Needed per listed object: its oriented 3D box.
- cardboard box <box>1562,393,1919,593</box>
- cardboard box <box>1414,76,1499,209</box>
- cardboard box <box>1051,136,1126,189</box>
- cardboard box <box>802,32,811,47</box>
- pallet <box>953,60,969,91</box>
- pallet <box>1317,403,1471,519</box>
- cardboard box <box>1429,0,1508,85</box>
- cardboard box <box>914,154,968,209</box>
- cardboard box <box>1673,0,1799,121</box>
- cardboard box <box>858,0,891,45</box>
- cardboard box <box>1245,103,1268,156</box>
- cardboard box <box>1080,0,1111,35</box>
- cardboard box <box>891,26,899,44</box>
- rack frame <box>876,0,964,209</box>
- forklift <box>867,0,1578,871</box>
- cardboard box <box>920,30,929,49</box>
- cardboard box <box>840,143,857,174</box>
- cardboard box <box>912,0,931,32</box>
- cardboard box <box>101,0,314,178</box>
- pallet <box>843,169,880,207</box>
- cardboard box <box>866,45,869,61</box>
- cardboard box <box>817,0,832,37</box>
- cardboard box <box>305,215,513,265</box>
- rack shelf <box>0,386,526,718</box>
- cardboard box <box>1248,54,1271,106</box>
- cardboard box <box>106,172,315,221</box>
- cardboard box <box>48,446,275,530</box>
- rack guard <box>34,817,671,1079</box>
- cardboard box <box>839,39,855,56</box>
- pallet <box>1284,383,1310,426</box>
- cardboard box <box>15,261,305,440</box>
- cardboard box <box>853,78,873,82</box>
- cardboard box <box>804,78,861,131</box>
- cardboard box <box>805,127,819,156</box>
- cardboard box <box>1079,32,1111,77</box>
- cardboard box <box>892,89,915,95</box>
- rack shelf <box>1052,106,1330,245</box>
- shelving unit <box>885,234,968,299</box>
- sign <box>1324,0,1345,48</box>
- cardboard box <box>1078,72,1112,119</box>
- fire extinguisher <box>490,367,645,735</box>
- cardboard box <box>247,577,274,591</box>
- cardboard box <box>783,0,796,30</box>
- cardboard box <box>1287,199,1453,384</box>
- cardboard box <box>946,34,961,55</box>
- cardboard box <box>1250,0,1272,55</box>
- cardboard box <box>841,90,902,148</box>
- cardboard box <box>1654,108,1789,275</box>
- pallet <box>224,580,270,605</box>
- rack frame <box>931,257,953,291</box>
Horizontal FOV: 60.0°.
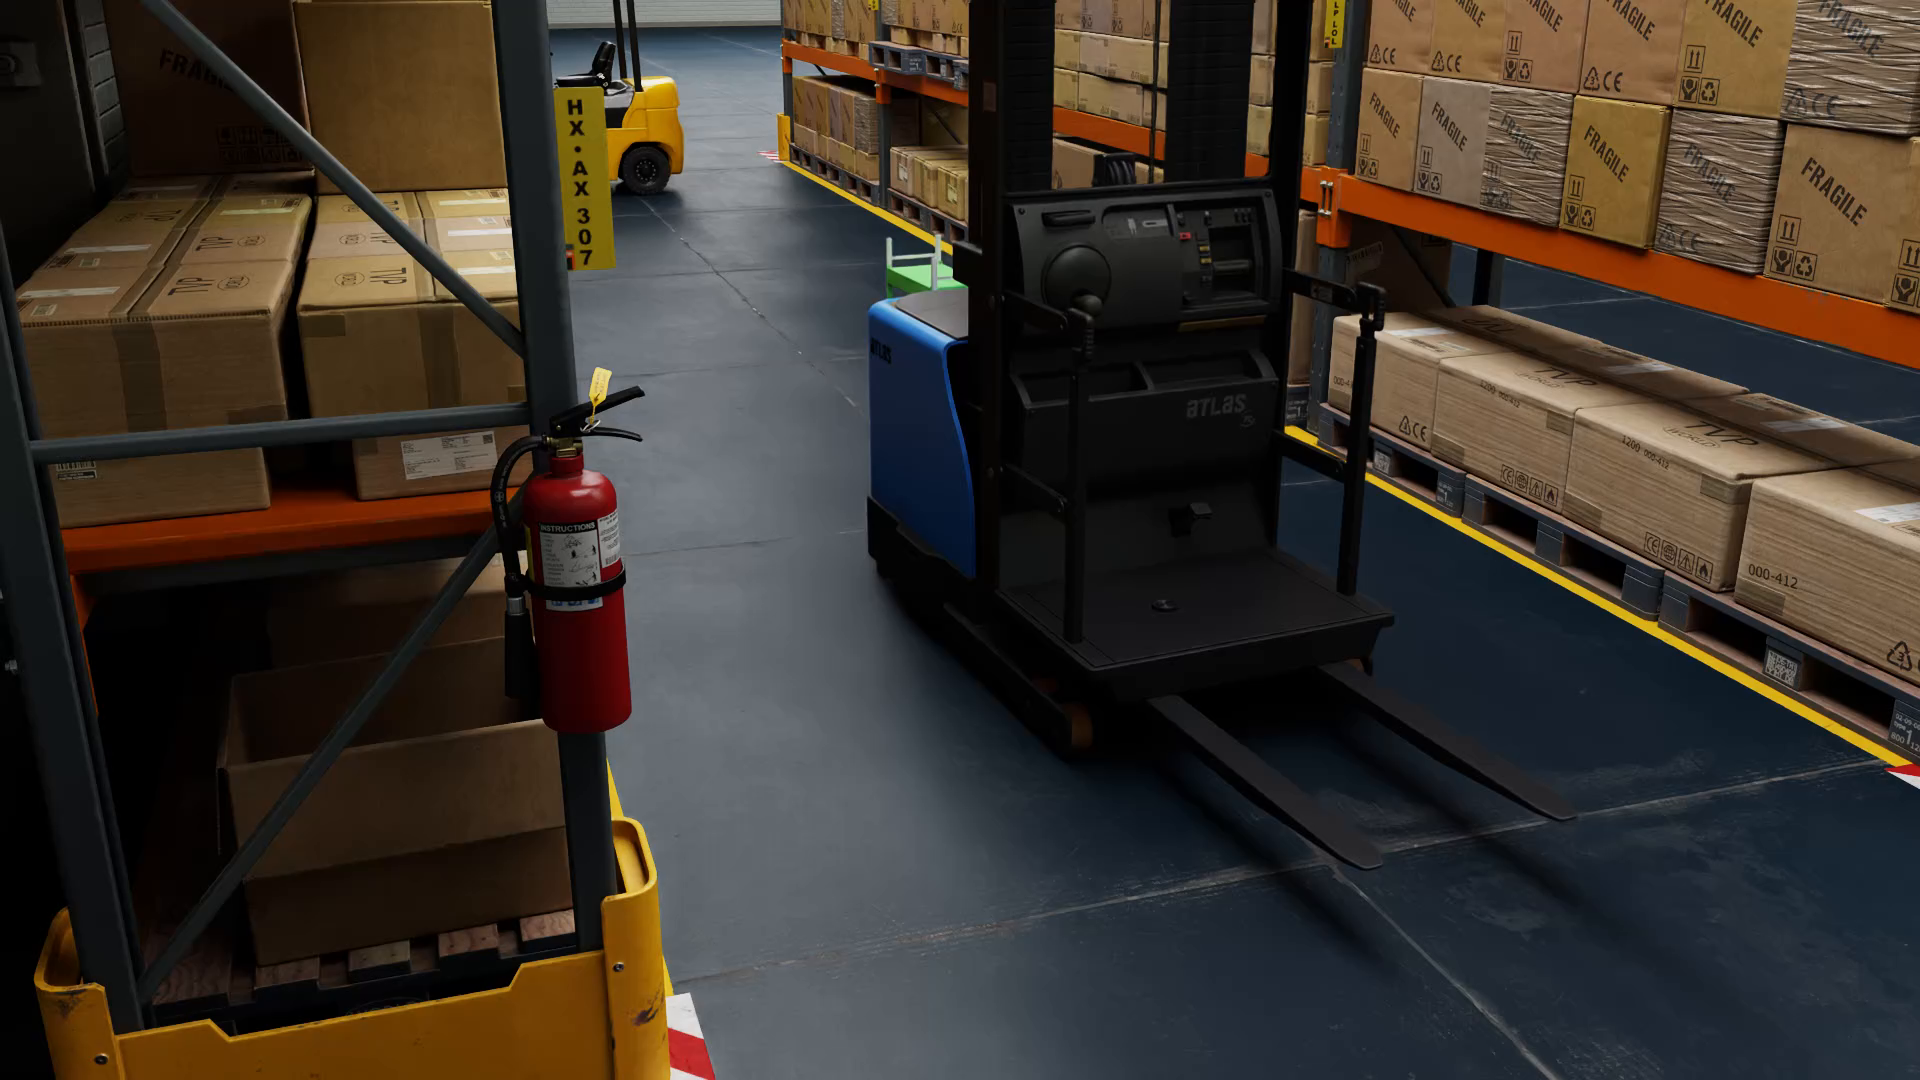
[{"bbox_3d":[2.912,-0.202,6.209,0.875,0.438,0.875,-6,21,-16],"label":"cardboard box"},{"bbox_3d":[2.306,-1.706,7.081,0.500,0.500,0.500,-6,21,-17],"label":"cardboard box"},{"bbox_3d":[1.134,-2.250,11.266,0.875,0.875,0.875,-7,21,-18],"label":"cardboard box"},{"bbox_3d":[-1.473,-5.341,17.722,0.380,0.149,0.250,-6,21,-16],"label":"cardboard box"},{"bbox_3d":[0.670,-3.410,12.257,1.213,0.211,1.003,-6,21,-17],"label":"pallet"},{"bbox_3d":[2.417,-0.435,7.815,1.003,0.211,1.213,-6,21,-17],"label":"pallet"},{"bbox_3d":[2.325,-2.176,6.910,0.500,0.500,0.500,-7,21,-18],"label":"cardboard box"},{"bbox_3d":[0.135,-3.129,14.457,0.950,0.372,0.625,-5,20,-14],"label":"cardboard box"},{"bbox_3d":[2.788,-1.686,5.547,0.500,0.500,0.500,-6,21,-17],"label":"cardboard box"},{"bbox_3d":[-0.638,-4.870,15.450,0.500,0.500,0.500,-7,21,-19],"label":"cardboard box"},{"bbox_3d":[1.713,-2.210,8.853,0.500,0.250,0.500,-7,21,-18],"label":"cardboard box"},{"bbox_3d":[1.083,-3.458,10.480,0.500,0.500,0.500,-6,21,-17],"label":"cardboard box"},{"bbox_3d":[-0.388,-4.435,14.577,0.380,0.149,0.250,-6,21,-16],"label":"cardboard box"},{"bbox_3d":[-0.262,-4.567,15.193,1.000,3.000,0.127,-6,21,-17],"label":"rack frame"},{"bbox_3d":[0.686,-0.885,5.044,1.130,2.935,3.031,-8,21,-22],"label":"forklift"},{"bbox_3d":[-0.115,-4.184,13.879,0.380,0.149,0.250,-6,21,-16],"label":"cardboard box"},{"bbox_3d":[-0.880,-3.801,16.509,0.500,0.250,0.500,-7,21,-19],"label":"cardboard box"},{"bbox_3d":[-0.086,-4.450,13.658,0.500,0.500,0.500,-7,21,-18],"label":"cardboard box"},{"bbox_3d":[-2.243,-1.387,5.013,0.500,0.500,0.500,-7,21,-19],"label":"cardboard box"},{"bbox_3d":[-0.506,-3.466,16.254,1.003,0.211,1.213,-6,21,-17],"label":"pallet"},{"bbox_3d":[-0.652,-4.519,15.433,0.380,0.149,0.250,-7,21,-18],"label":"cardboard box"},{"bbox_3d":[-1.139,-5.364,16.826,0.500,0.500,0.500,-7,21,-18],"label":"cardboard box"},{"bbox_3d":[-1.246,-0.593,3.911,0.500,0.250,0.500,-6,21,-17],"label":"cardboard box"},{"bbox_3d":[-1.830,-0.490,4.909,1.077,0.370,4.000,-6,21,-17],"label":"rack shelf"},{"bbox_3d":[1.719,-2.439,8.753,0.500,0.250,0.500,-6,21,-16],"label":"cardboard box"},{"bbox_3d":[-2.074,-0.869,4.680,0.500,0.250,0.500,-6,21,-17],"label":"cardboard box"},{"bbox_3d":[-1.560,-0.147,3.260,0.380,0.149,0.250,-7,21,-18],"label":"cardboard box"},{"bbox_3d":[-1.225,0.965,3.491,1.175,0.500,0.348,-6,21,-17],"label":"rack guard"},{"bbox_3d":[-0.975,-4.845,16.340,0.380,0.149,0.250,-7,21,-18],"label":"cardboard box"},{"bbox_3d":[1.939,-0.927,9.184,1.003,0.211,1.213,-6,21,-17],"label":"pallet"},{"bbox_3d":[-1.597,-0.376,3.308,0.500,0.250,0.500,-6,21,-16],"label":"cardboard box"},{"bbox_3d":[-0.852,-4.710,17.930,0.500,0.500,0.500,-6,21,-15],"label":"cardboard box"},{"bbox_3d":[-1.351,-4.644,17.745,0.500,0.500,0.500,-7,21,-19],"label":"cardboard box"},{"bbox_3d":[-1.375,-4.301,17.900,0.500,0.250,0.500,-6,21,-15],"label":"cardboard box"},{"bbox_3d":[1.082,-3.093,10.572,0.500,0.250,0.500,-6,21,-16],"label":"cardboard box"},{"bbox_3d":[-0.370,-4.212,16.542,0.500,0.500,0.500,-6,20,-15],"label":"cardboard box"},{"bbox_3d":[1.624,-2.303,9.954,1.077,0.370,4.000,-6,21,-17],"label":"rack shelf"},{"bbox_3d":[-0.094,-0.611,6.844,0.258,1.200,0.503,-8,21,-22],"label":"shelving unit"},{"bbox_3d":[1.741,-2.446,7.694,0.100,0.325,0.005,-6,21,-17],"label":"sign"},{"bbox_3d":[1.089,-2.866,10.680,0.500,0.250,0.500,-7,21,-19],"label":"cardboard box"},{"bbox_3d":[-0.716,0.023,3.082,0.296,0.674,0.183,-6,21,-17],"label":"fire extinguisher"},{"bbox_3d":[-2.339,0.049,5.937,0.380,0.149,0.250,-7,21,-18],"label":"cardboard box"},{"bbox_3d":[-1.633,-5.856,18.195,0.500,0.500,0.500,-7,21,-18],"label":"cardboard box"},{"bbox_3d":[1.982,-1.388,8.864,0.875,0.875,0.875,-6,21,-16],"label":"cardboard box"},{"bbox_3d":[0.107,-3.931,13.175,0.380,0.149,0.250,-7,21,-19],"label":"cardboard box"},{"bbox_3d":[1.704,-2.799,8.645,0.500,0.500,0.500,-6,21,-16],"label":"cardboard box"},{"bbox_3d":[-0.864,-4.148,16.363,0.500,0.500,0.500,-6,21,-16],"label":"cardboard box"},{"bbox_3d":[2.793,-1.216,5.717,0.500,0.500,0.500,-6,21,-16],"label":"cardboard box"},{"bbox_3d":[-2.243,0.062,6.432,1.003,0.211,1.213,-6,21,-17],"label":"pallet"},{"bbox_3d":[0.002,-0.536,6.633,0.240,1.200,0.015,-8,21,-22],"label":"rack frame"}]
